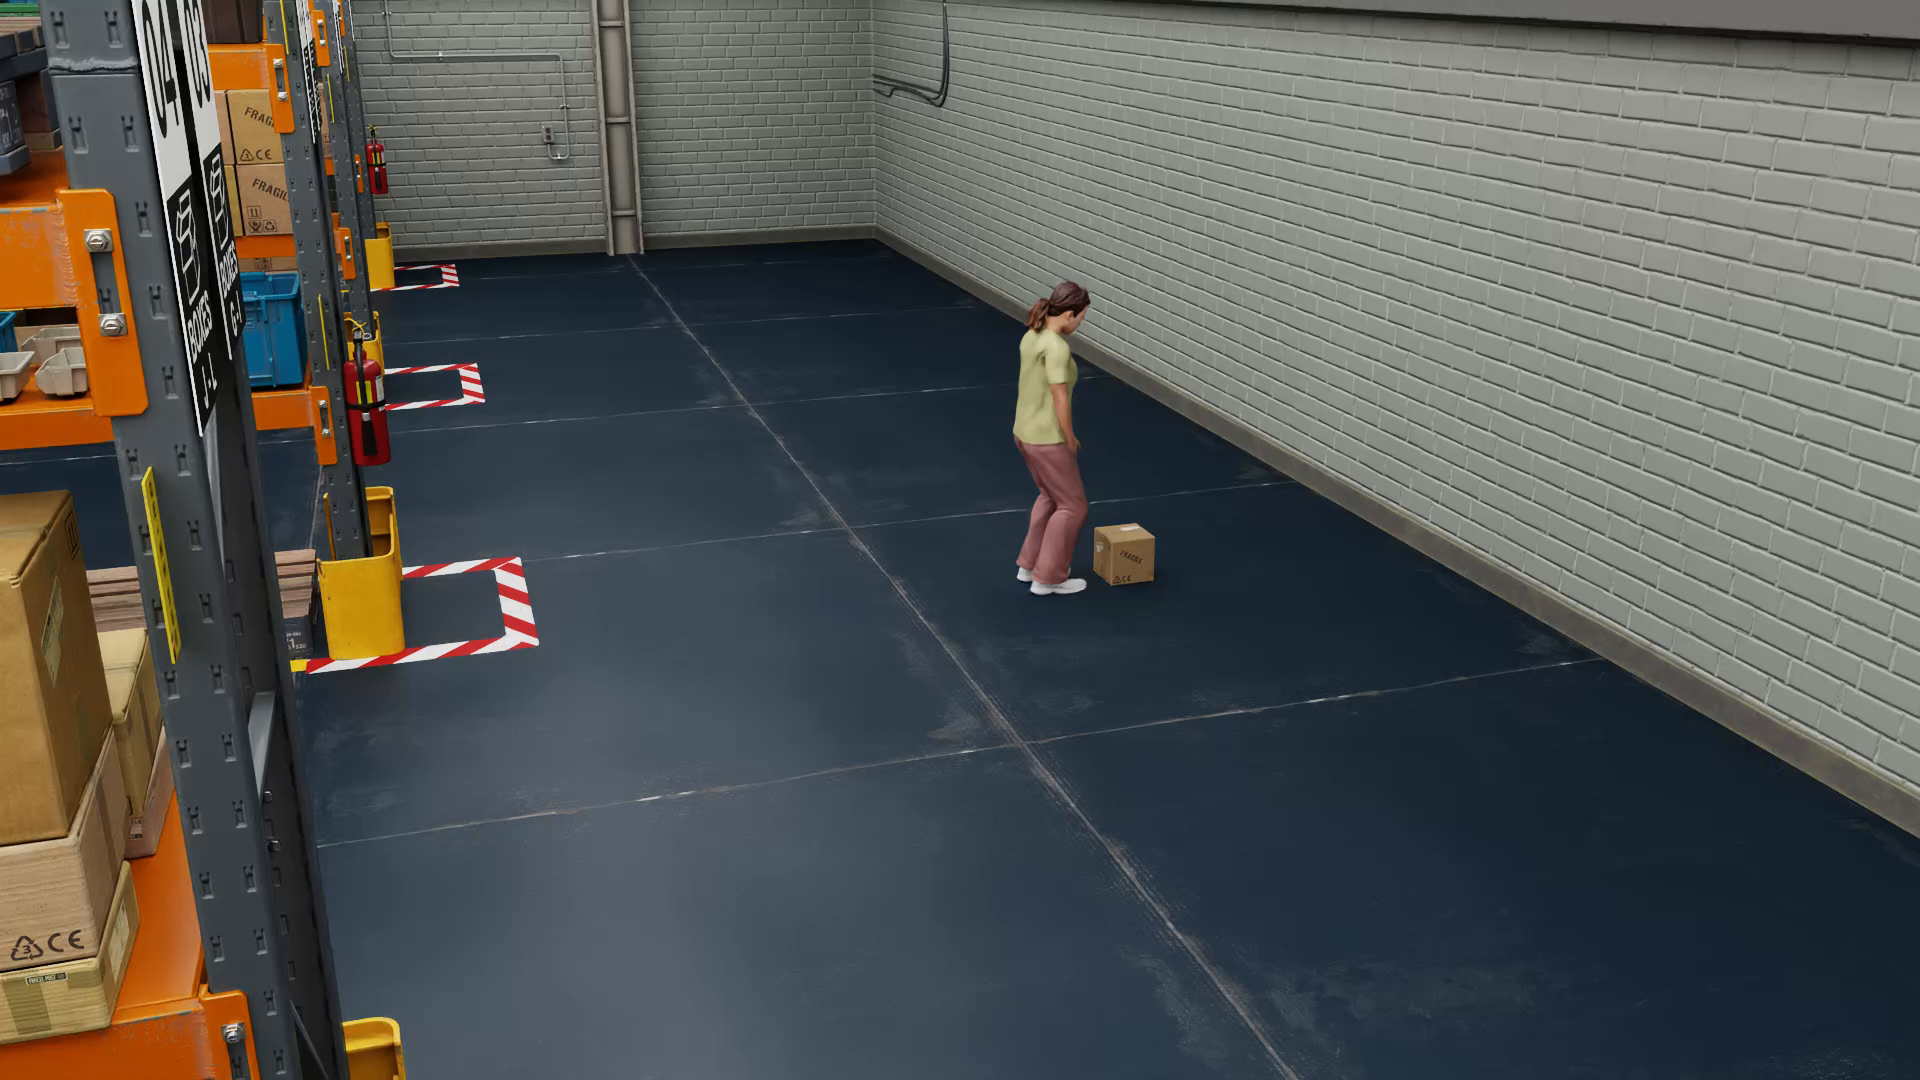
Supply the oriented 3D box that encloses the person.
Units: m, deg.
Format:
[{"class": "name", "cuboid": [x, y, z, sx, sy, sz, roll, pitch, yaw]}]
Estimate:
[{"class": "person", "cuboid": [0.474, -0.533, 8.678, 0.387, 1.628, 0.470, -6, 20, -16]}]
